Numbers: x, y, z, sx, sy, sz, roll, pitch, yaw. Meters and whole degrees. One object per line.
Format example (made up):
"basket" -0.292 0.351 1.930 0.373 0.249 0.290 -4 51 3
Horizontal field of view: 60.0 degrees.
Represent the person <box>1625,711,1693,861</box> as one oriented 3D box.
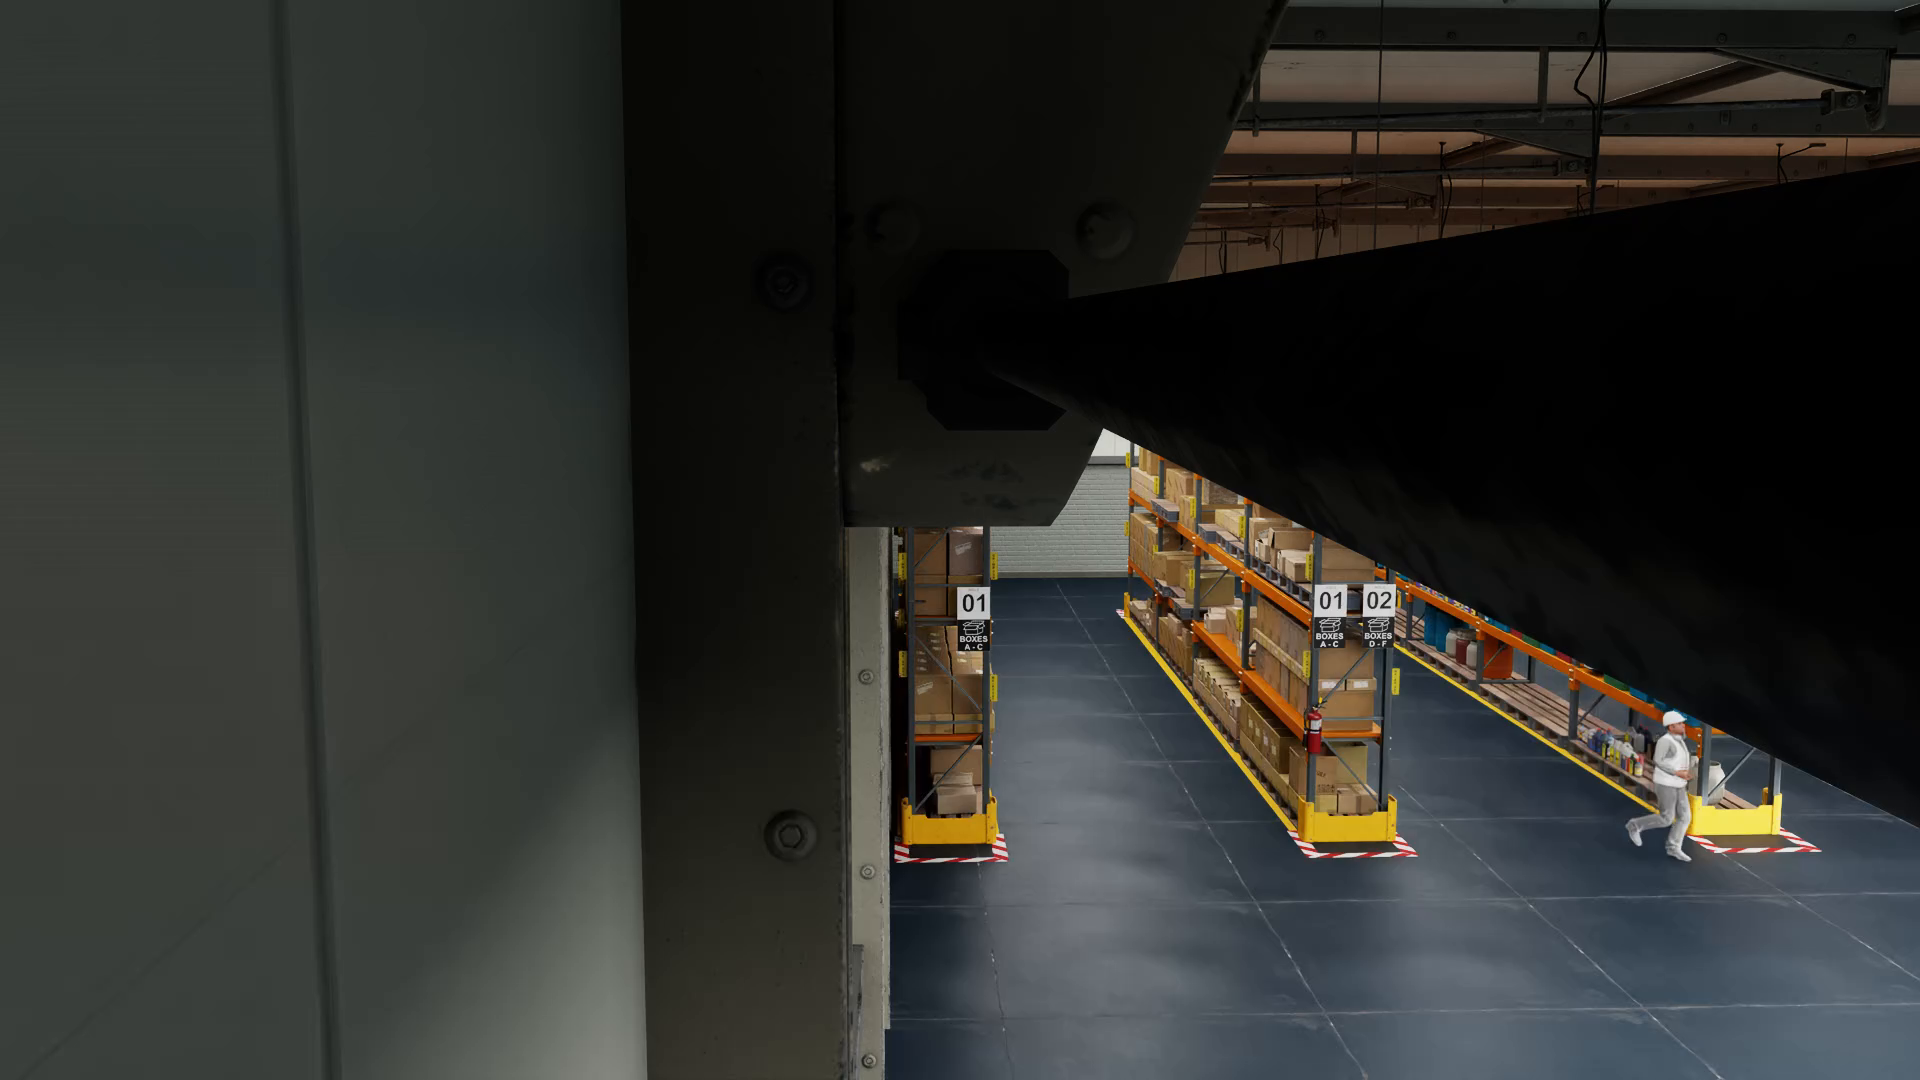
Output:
"person" 8.486 2.923 20.015 0.770 1.766 0.678 7 10 43
